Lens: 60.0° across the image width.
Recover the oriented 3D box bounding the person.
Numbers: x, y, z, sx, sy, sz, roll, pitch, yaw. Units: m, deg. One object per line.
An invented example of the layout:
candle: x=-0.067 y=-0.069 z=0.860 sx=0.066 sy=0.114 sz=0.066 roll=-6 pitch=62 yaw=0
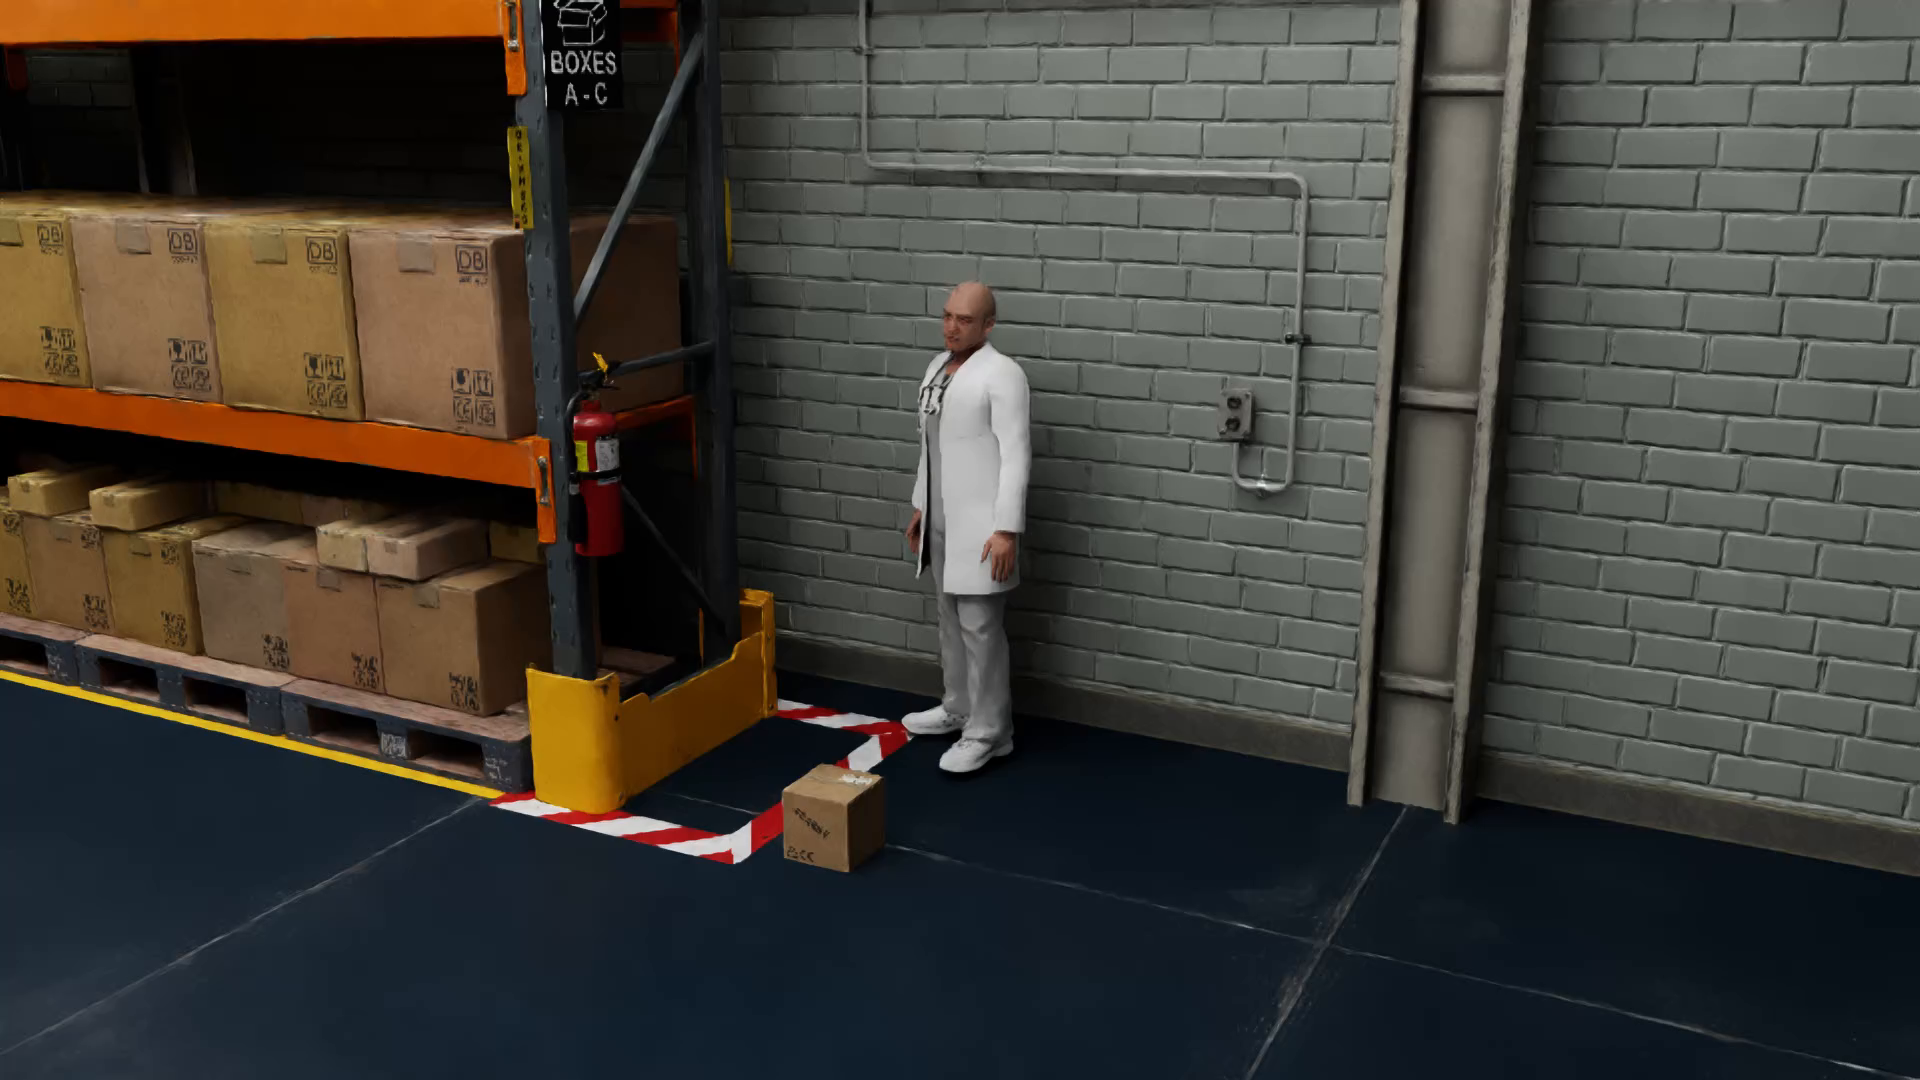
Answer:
person: x=0.016 y=-0.053 z=6.141 sx=0.415 sy=1.785 sz=0.644 roll=-9 pitch=18 yaw=-29
